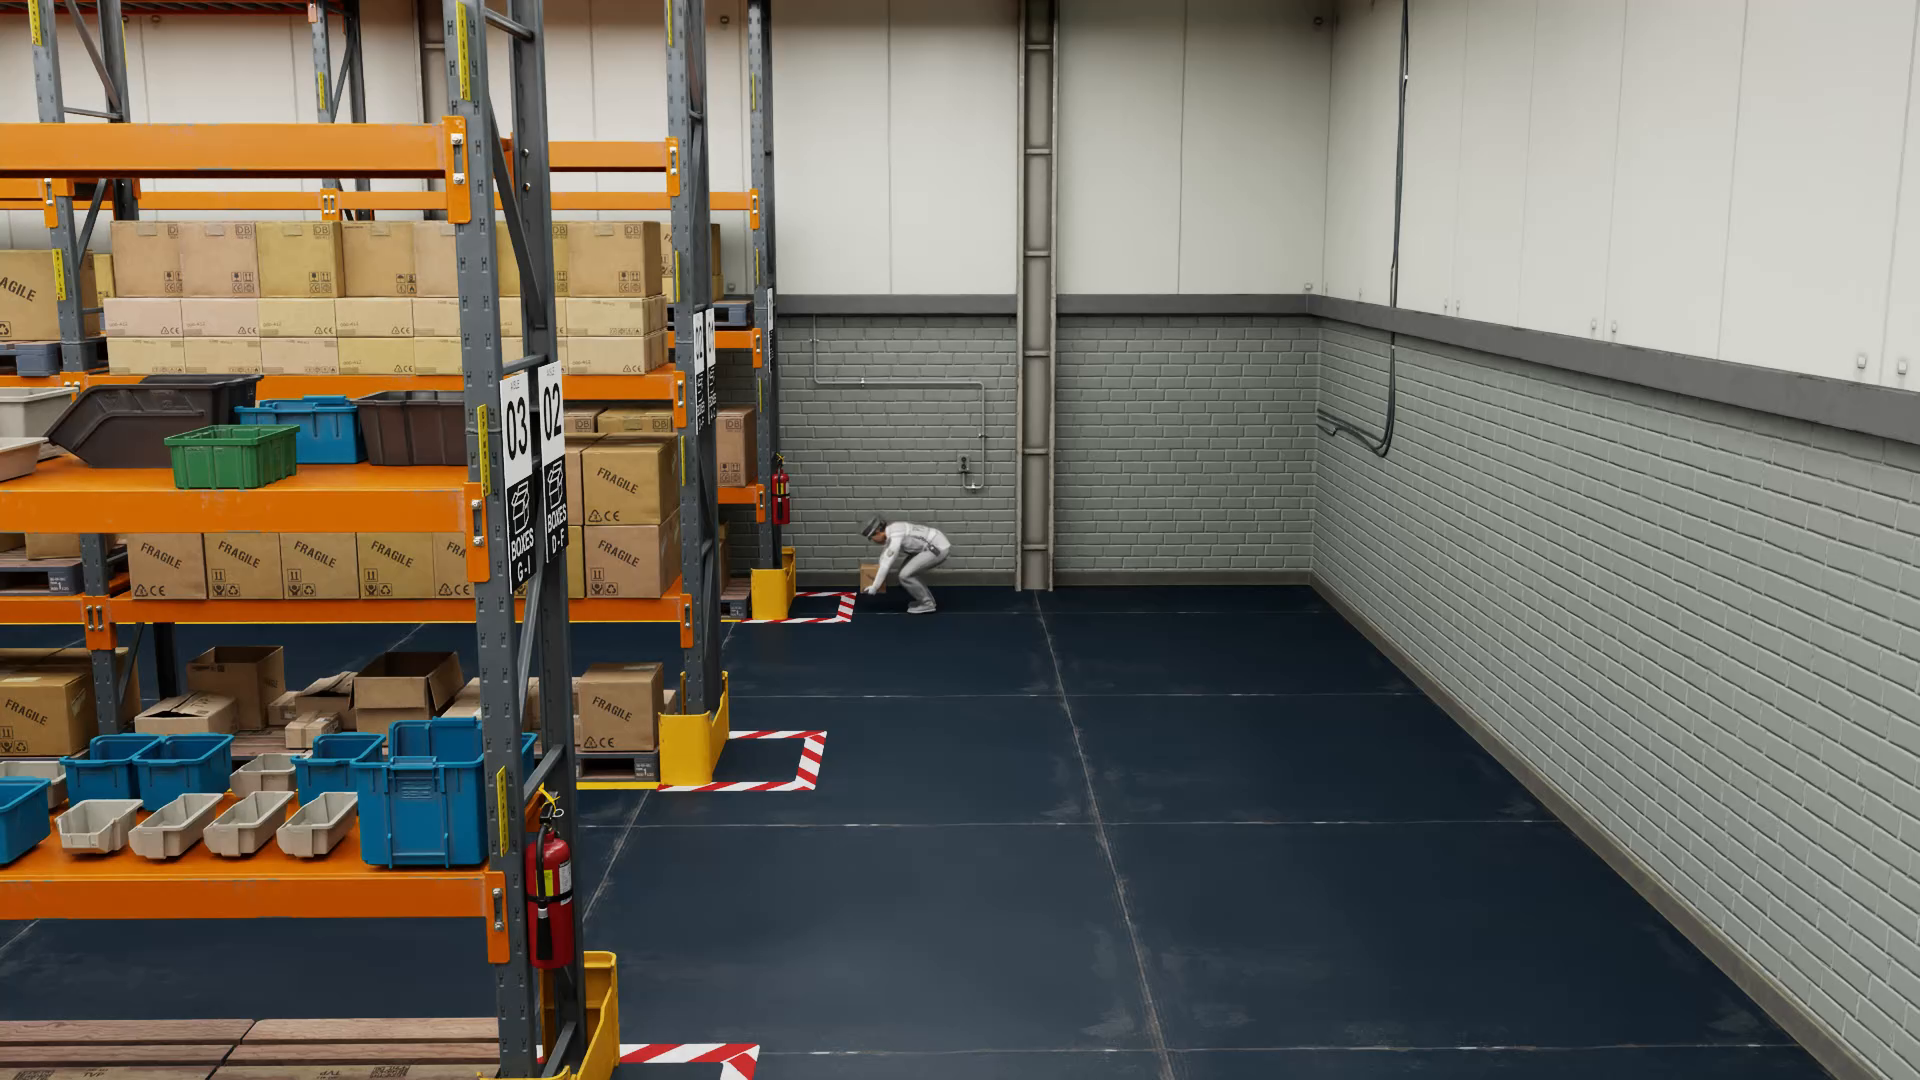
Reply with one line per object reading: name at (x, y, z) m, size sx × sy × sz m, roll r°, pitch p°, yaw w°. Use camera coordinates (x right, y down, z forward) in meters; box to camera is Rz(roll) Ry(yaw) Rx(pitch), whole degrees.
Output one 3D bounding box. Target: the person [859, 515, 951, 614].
person at (-0.546, 0.231, 16.575) m, size 0.908 × 0.977 × 0.468 m, roll -1°, pitch 10°, yaw -3°
